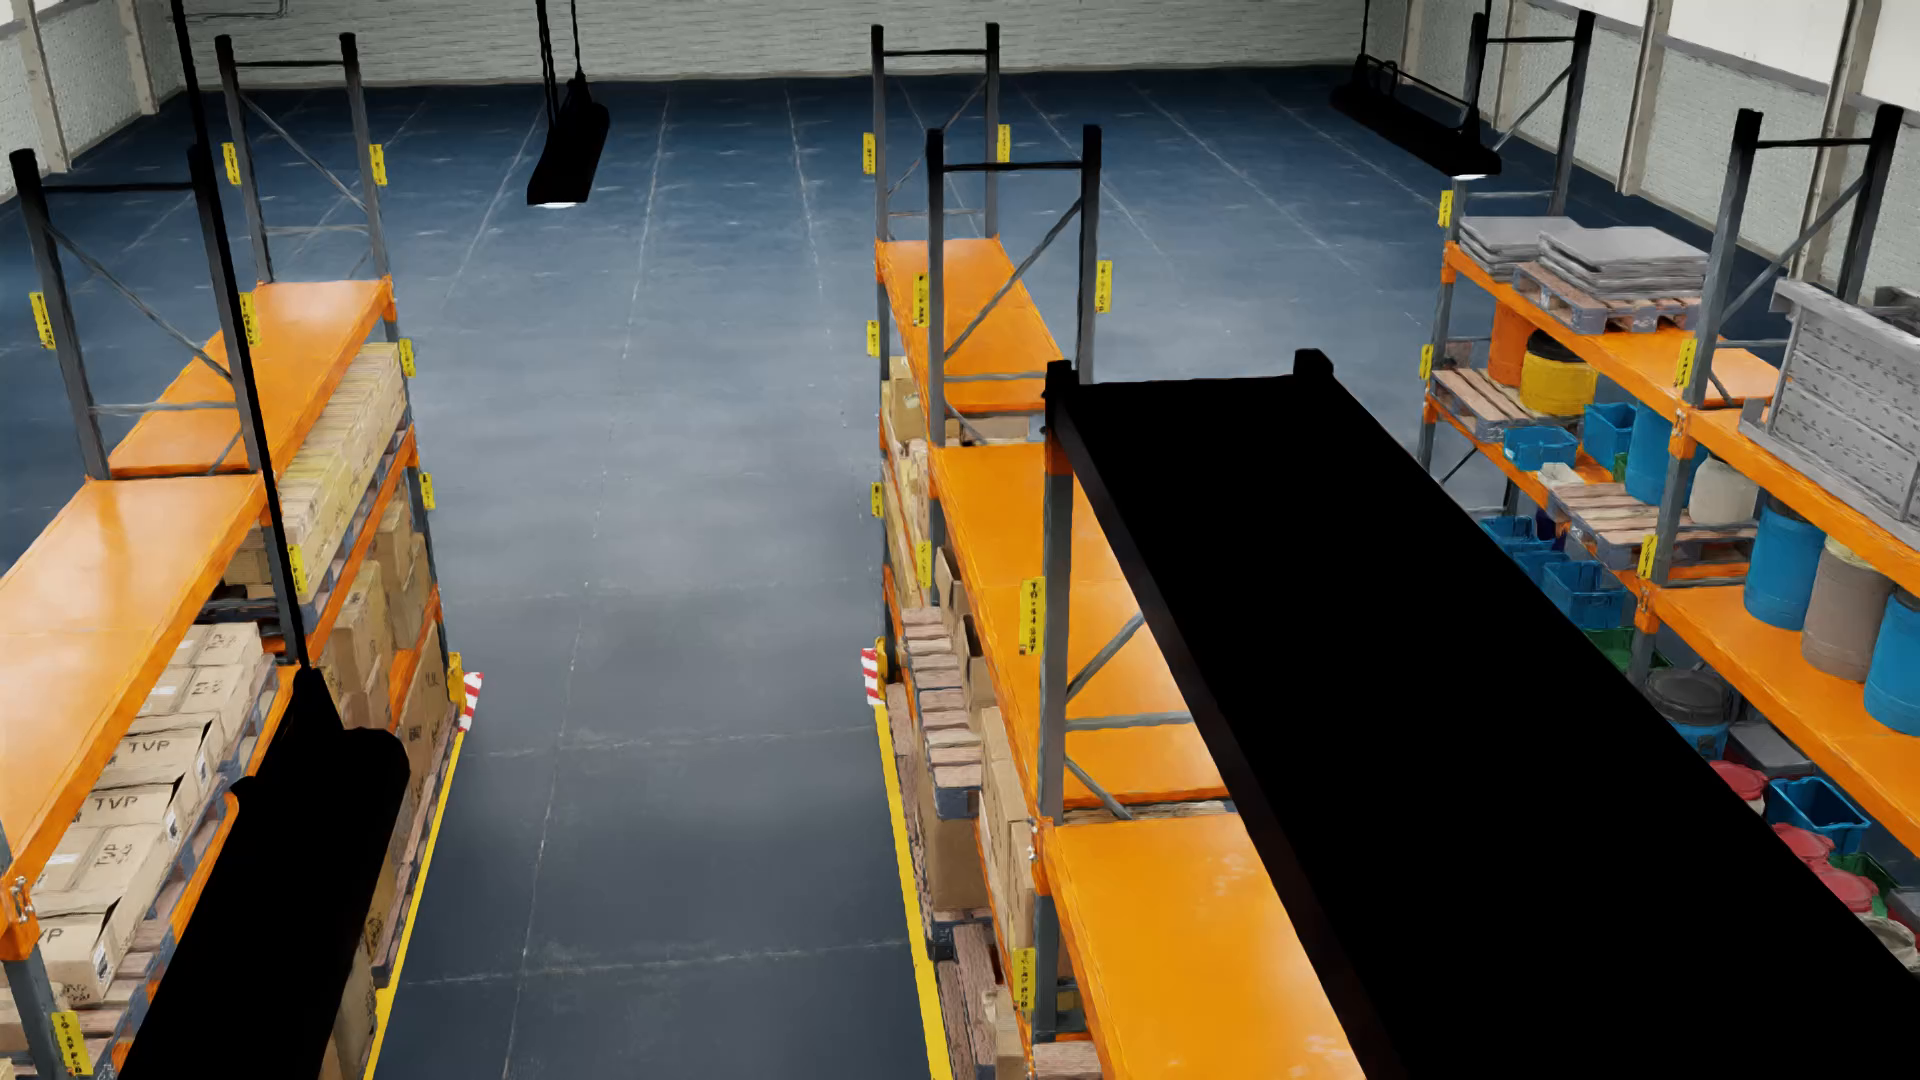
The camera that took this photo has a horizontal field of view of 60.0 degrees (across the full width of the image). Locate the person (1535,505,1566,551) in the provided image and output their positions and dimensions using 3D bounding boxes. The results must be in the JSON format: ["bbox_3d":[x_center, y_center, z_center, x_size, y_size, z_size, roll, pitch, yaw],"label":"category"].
[{"bbox_3d":[6.154,-0.234,17.070,0.462,1.652,0.523,10,27,21],"label":"person"}]
